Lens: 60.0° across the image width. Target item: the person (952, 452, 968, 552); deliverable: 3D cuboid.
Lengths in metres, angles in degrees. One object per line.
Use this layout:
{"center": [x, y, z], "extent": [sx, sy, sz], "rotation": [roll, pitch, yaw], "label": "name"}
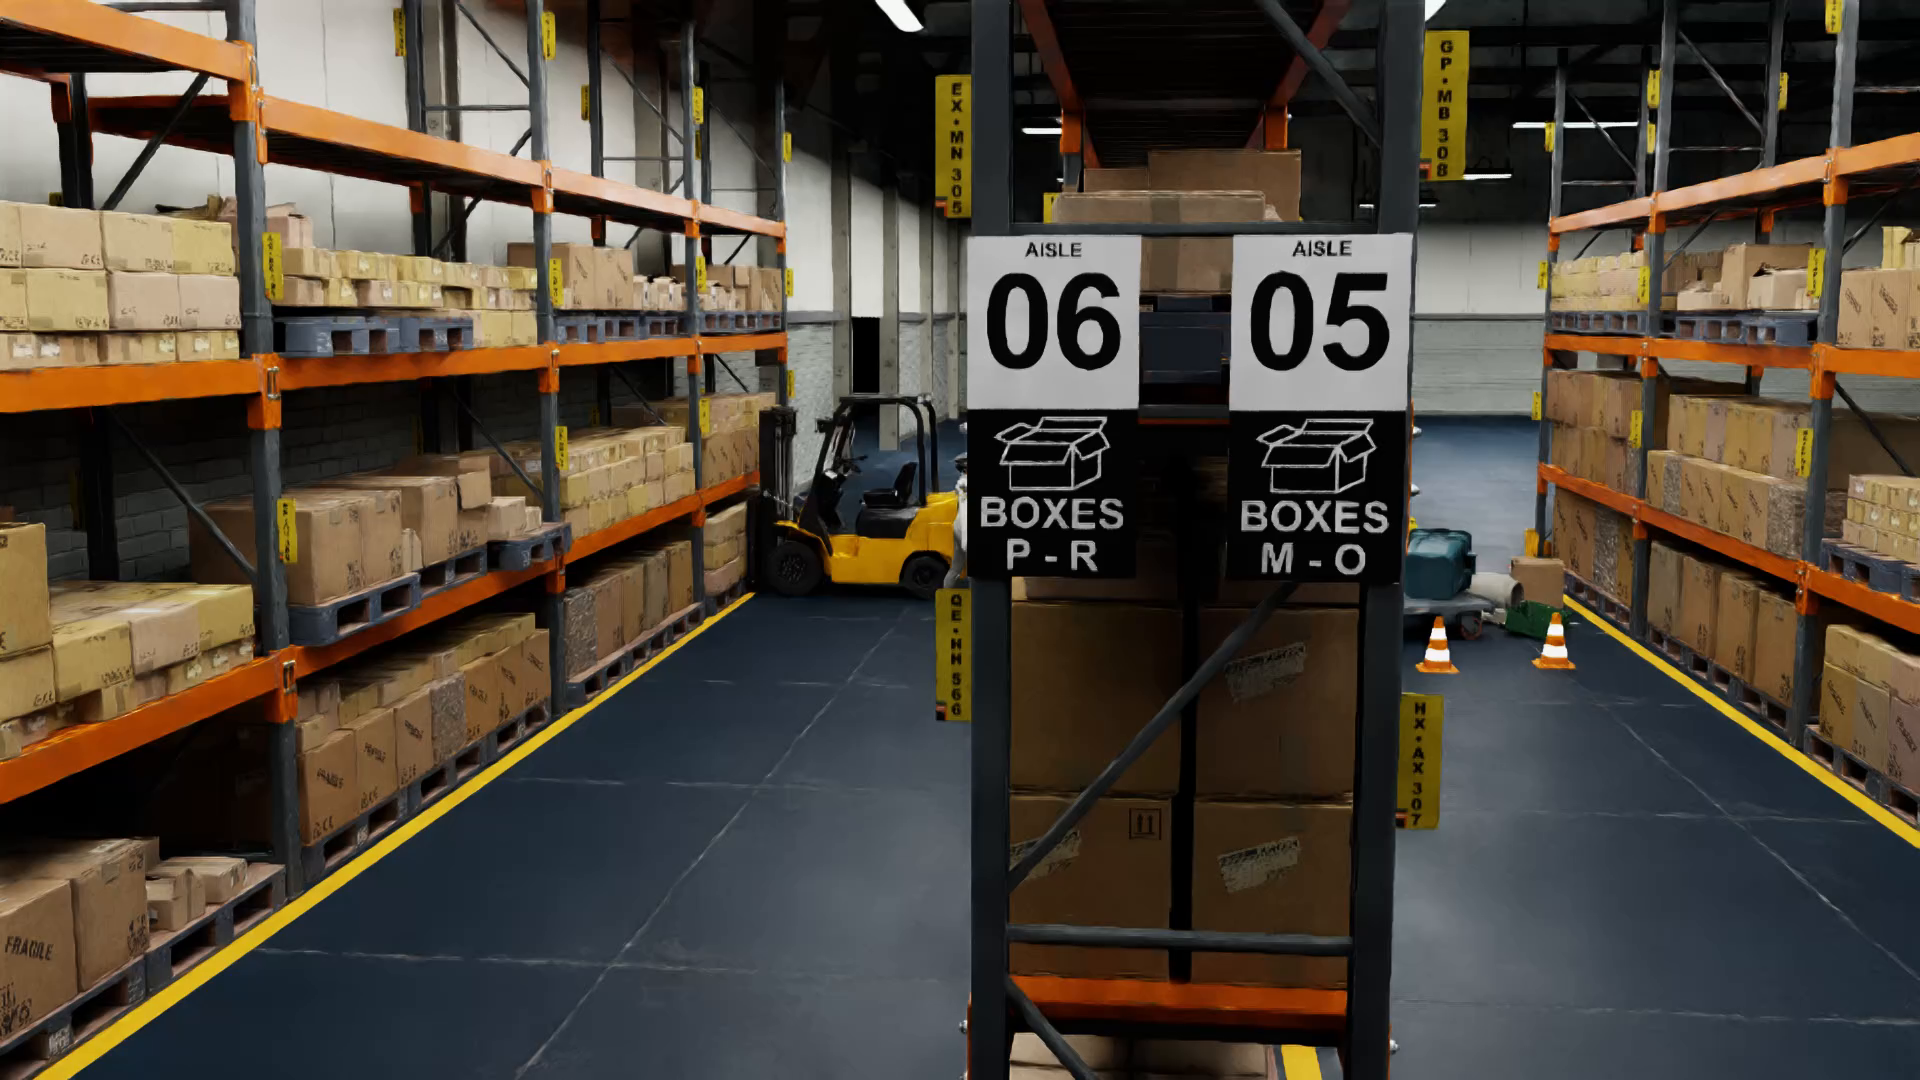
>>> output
{"center": [0.120, -0.061, 16.604], "extent": [0.635, 1.658, 0.679], "rotation": [0, 8, -1], "label": "person"}
